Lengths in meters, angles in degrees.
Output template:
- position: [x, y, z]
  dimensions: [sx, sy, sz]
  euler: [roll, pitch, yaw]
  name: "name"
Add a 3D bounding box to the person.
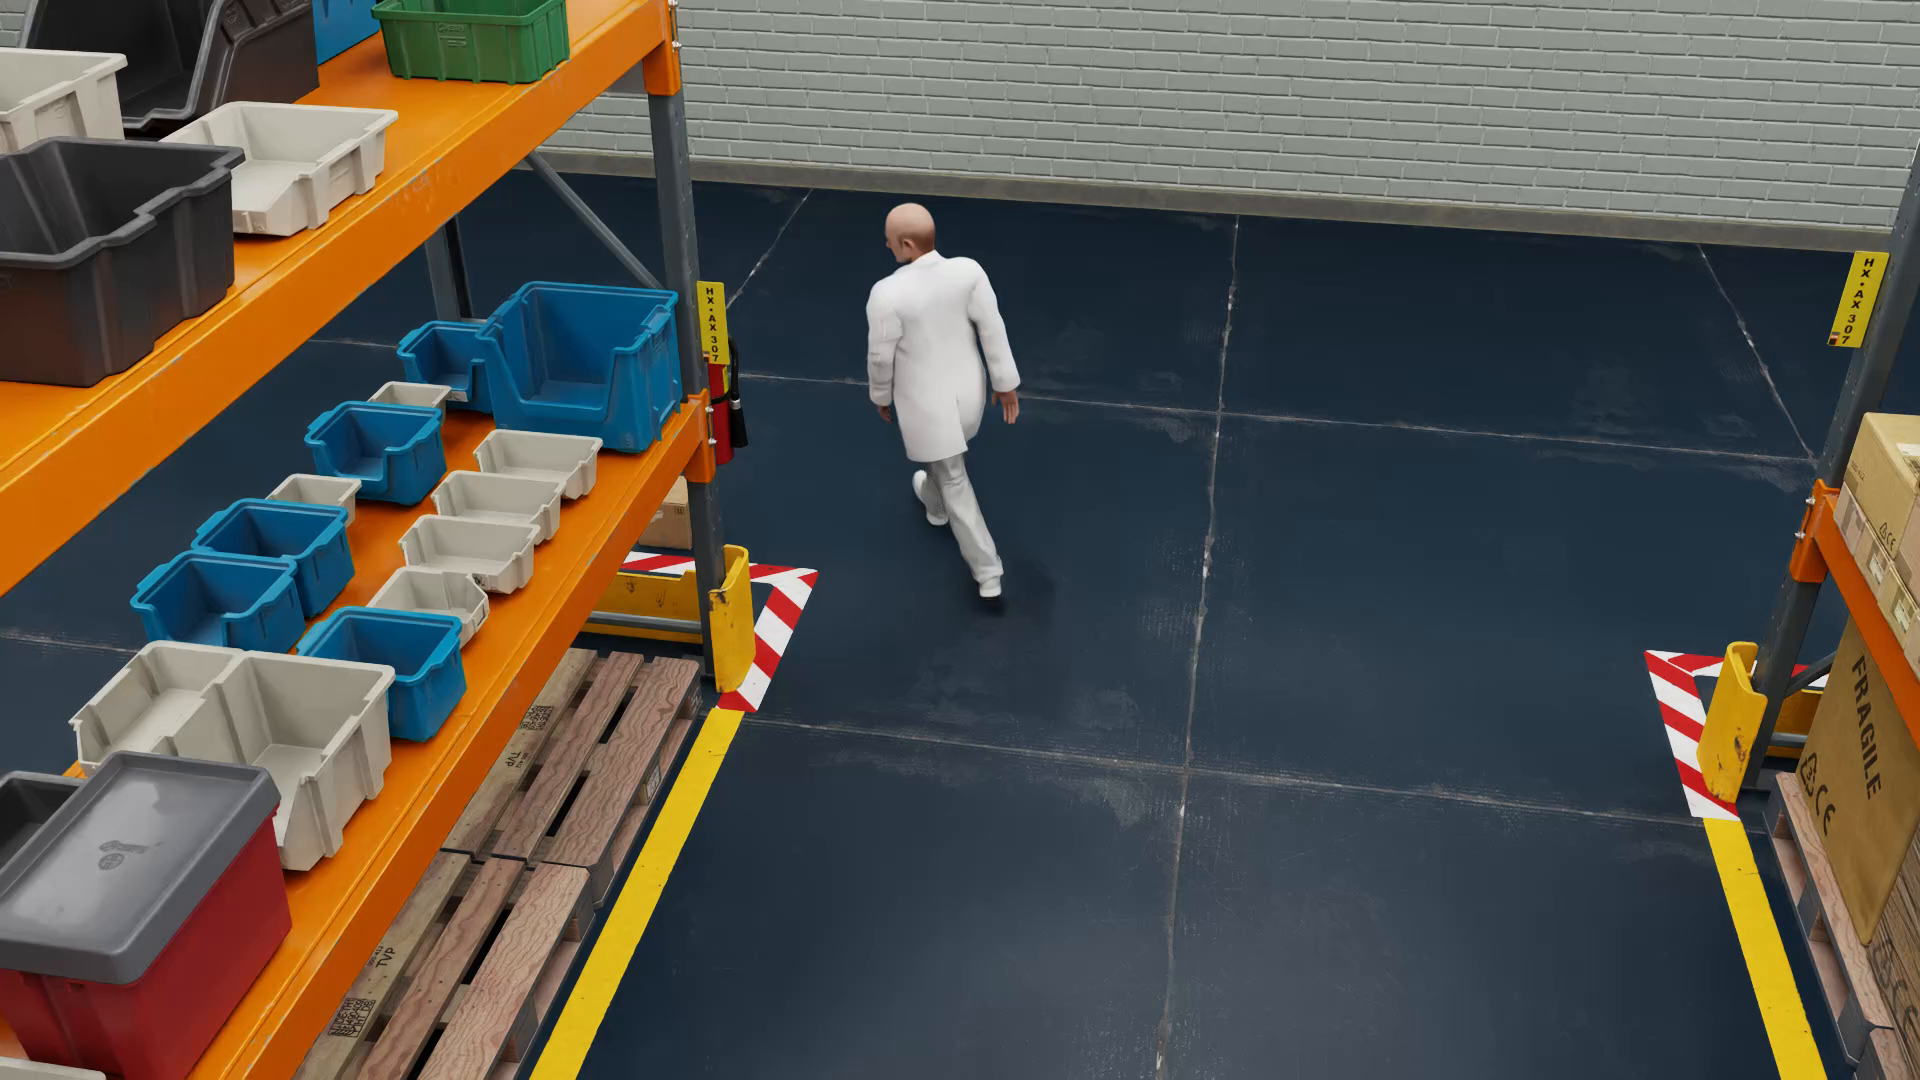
- position: [-0.128, -0.667, 7.214]
  dimensions: [0.641, 1.712, 1.059]
  euler: [-17, 36, -25]
  name: "person"
